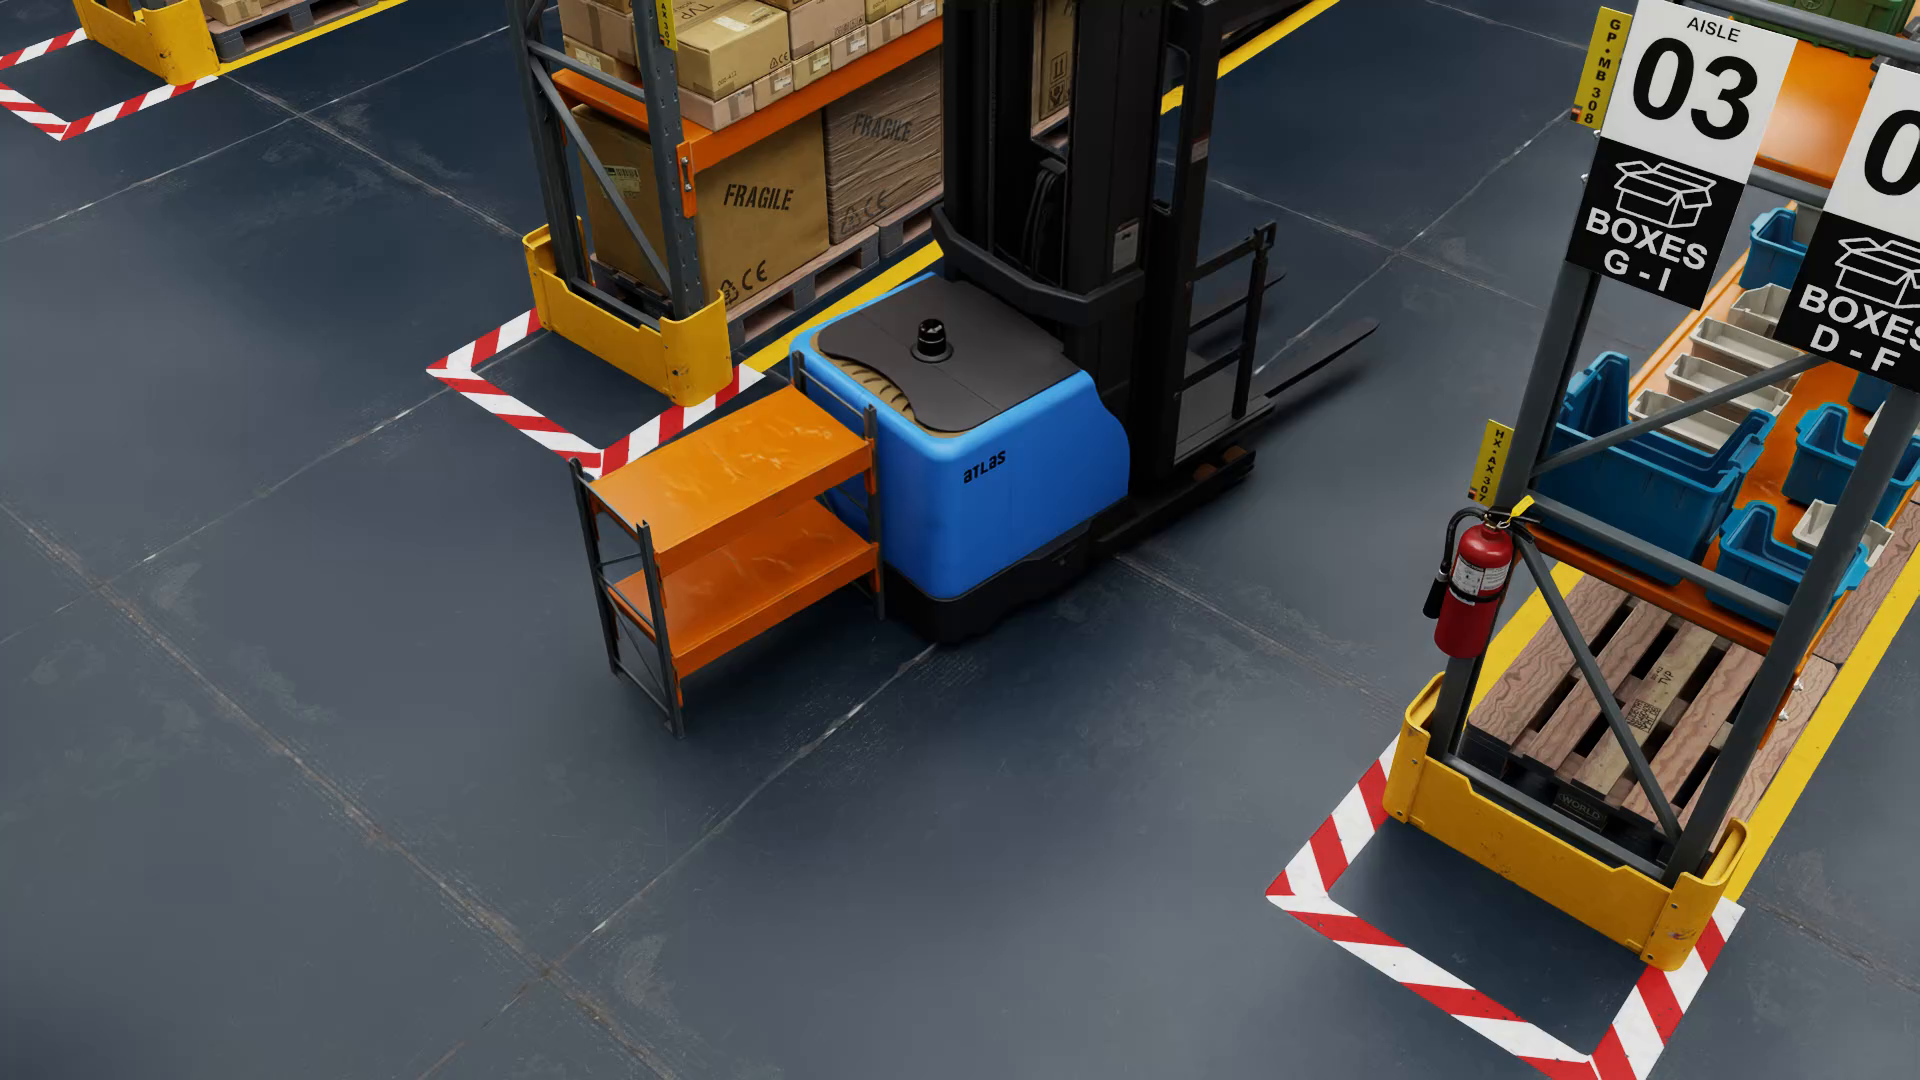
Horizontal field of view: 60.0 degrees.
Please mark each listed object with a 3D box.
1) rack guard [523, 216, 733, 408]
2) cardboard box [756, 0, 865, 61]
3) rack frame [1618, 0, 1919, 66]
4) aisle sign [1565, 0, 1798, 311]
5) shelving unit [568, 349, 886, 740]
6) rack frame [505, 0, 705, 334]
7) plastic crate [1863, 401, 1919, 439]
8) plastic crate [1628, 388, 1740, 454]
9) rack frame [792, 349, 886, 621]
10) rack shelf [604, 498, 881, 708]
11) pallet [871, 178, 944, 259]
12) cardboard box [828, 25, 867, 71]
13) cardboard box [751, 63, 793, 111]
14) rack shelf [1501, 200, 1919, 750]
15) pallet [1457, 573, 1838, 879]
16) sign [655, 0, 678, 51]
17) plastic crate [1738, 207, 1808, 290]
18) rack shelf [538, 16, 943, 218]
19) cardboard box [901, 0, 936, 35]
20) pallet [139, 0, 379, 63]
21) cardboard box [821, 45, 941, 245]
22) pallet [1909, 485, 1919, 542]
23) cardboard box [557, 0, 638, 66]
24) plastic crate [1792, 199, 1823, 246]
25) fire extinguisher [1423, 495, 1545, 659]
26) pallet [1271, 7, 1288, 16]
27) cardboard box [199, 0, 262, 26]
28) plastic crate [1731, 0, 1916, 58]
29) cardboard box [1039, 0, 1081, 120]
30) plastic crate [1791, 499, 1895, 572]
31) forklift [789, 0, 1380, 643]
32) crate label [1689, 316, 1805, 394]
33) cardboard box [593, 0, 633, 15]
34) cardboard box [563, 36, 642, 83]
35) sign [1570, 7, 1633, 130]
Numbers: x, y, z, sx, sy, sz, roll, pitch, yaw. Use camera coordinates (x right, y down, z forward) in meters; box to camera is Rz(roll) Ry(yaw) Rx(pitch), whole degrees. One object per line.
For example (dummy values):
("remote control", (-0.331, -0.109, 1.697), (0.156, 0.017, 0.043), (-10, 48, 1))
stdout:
("rack guard", (-1.665, -1.157, 8.333), (1.175, 0.500, 0.348), (29, 50, 28))
("cardboard box", (-0.804, -2.550, 7.897), (0.500, 0.250, 0.500), (29, 50, 28))
("rack frame", (2.142, -2.170, 3.129), (1.000, 3.000, 0.127), (29, 50, 28))
("aisle sign", (1.871, -1.002, 4.372), (0.394, 0.787, 0.004), (29, 50, 28))
("shelving unit", (-0.876, 0.018, 6.577), (1.048, 1.125, 0.538), (-30, 50, -29))
("rack frame", (-1.649, -2.094, 7.506), (1.000, 3.000, 0.127), (29, 50, 28))
("plastic crate", (3.259, -0.338, 5.726), (0.250, 0.136, 0.298), (29, 50, 28))
("plastic crate", (2.528, -0.373, 5.764), (0.396, 0.136, 0.243), (29, 50, 28))
("rack frame", (-0.492, -0.206, 6.822), (0.032, 1.125, 0.500), (-30, 50, -29))
("rack shelf", (-0.876, 0.199, 6.741), (1.000, 0.278, 0.538), (-30, 50, -29))
("pallet", (-0.409, -2.134, 9.622), (1.003, 0.211, 1.213), (29, 50, 28))
("cardboard box", (-0.673, -2.441, 8.074), (0.380, 0.149, 0.250), (29, 50, 28))
("cardboard box", (-1.004, -2.174, 7.780), (0.380, 0.149, 0.250), (29, 50, 28))
("rack shelf", (3.429, -0.714, 6.522), (1.077, 0.370, 4.000), (29, 50, 28))
("pallet", (2.702, 0.674, 6.534), (1.003, 0.211, 1.213), (29, 50, 28))
("sign", (-1.228, -2.201, 6.920), (0.100, 0.325, 0.005), (29, 50, 28))
("plastic crate", (3.267, -1.079, 6.469), (0.416, 0.233, 0.300), (29, 50, 28))
("rack shelf", (-0.362, -2.858, 8.881), (1.077, 0.370, 4.000), (29, 50, 28))
("cardboard box", (-0.342, -2.704, 8.364), (0.380, 0.149, 0.250), (29, 50, 28))
("pallet", (-4.782, -3.704, 11.349), (1.003, 0.211, 1.213), (29, 50, 28))
("cardboard box", (-0.713, -2.296, 8.995), (0.875, 0.875, 0.875), (29, 50, 28))
("pallet", (4.273, -0.582, 7.916), (1.003, 0.211, 1.213), (29, 50, 28))
("cardboard box", (-1.540, -2.513, 7.857), (0.500, 0.250, 0.500), (29, 50, 28))
("plastic crate", (3.592, -1.281, 6.655), (0.437, 0.282, 0.530), (29, 50, 28))
("fire extinguisher", (1.697, 0.098, 5.430), (0.296, 0.674, 0.183), (29, 50, 28))
("pallet", (2.149, -4.183, 11.876), (1.003, 0.211, 1.213), (29, 50, 28))
("cardboard box", (-4.798, -3.526, 10.887), (0.380, 0.149, 0.250), (31, 50, 29))
("plastic crate", (2.558, -1.613, 4.904), (0.450, 0.188, 0.336), (29, 50, 28))
("cardboard box", (0.439, -3.218, 10.009), (0.875, 0.875, 0.875), (29, 50, 28))
("plastic crate", (2.823, 0.011, 5.341), (0.250, 0.136, 0.298), (29, 50, 28))
("forklift", (0.733, -1.510, 6.915), (3.031, 2.935, 1.130), (-30, 50, -29))
("crate label", (2.886, -0.670, 6.091), (0.396, 0.136, 0.243), (29, 50, 28))
("cardboard box", (-1.537, -2.791, 7.605), (0.500, 0.500, 0.500), (30, 50, 29))
("cardboard box", (-1.672, -2.327, 7.949), (0.380, 0.149, 0.250), (30, 50, 29))
("sign", (1.710, -1.251, 4.426), (0.100, 0.325, 0.005), (29, 50, 28))
